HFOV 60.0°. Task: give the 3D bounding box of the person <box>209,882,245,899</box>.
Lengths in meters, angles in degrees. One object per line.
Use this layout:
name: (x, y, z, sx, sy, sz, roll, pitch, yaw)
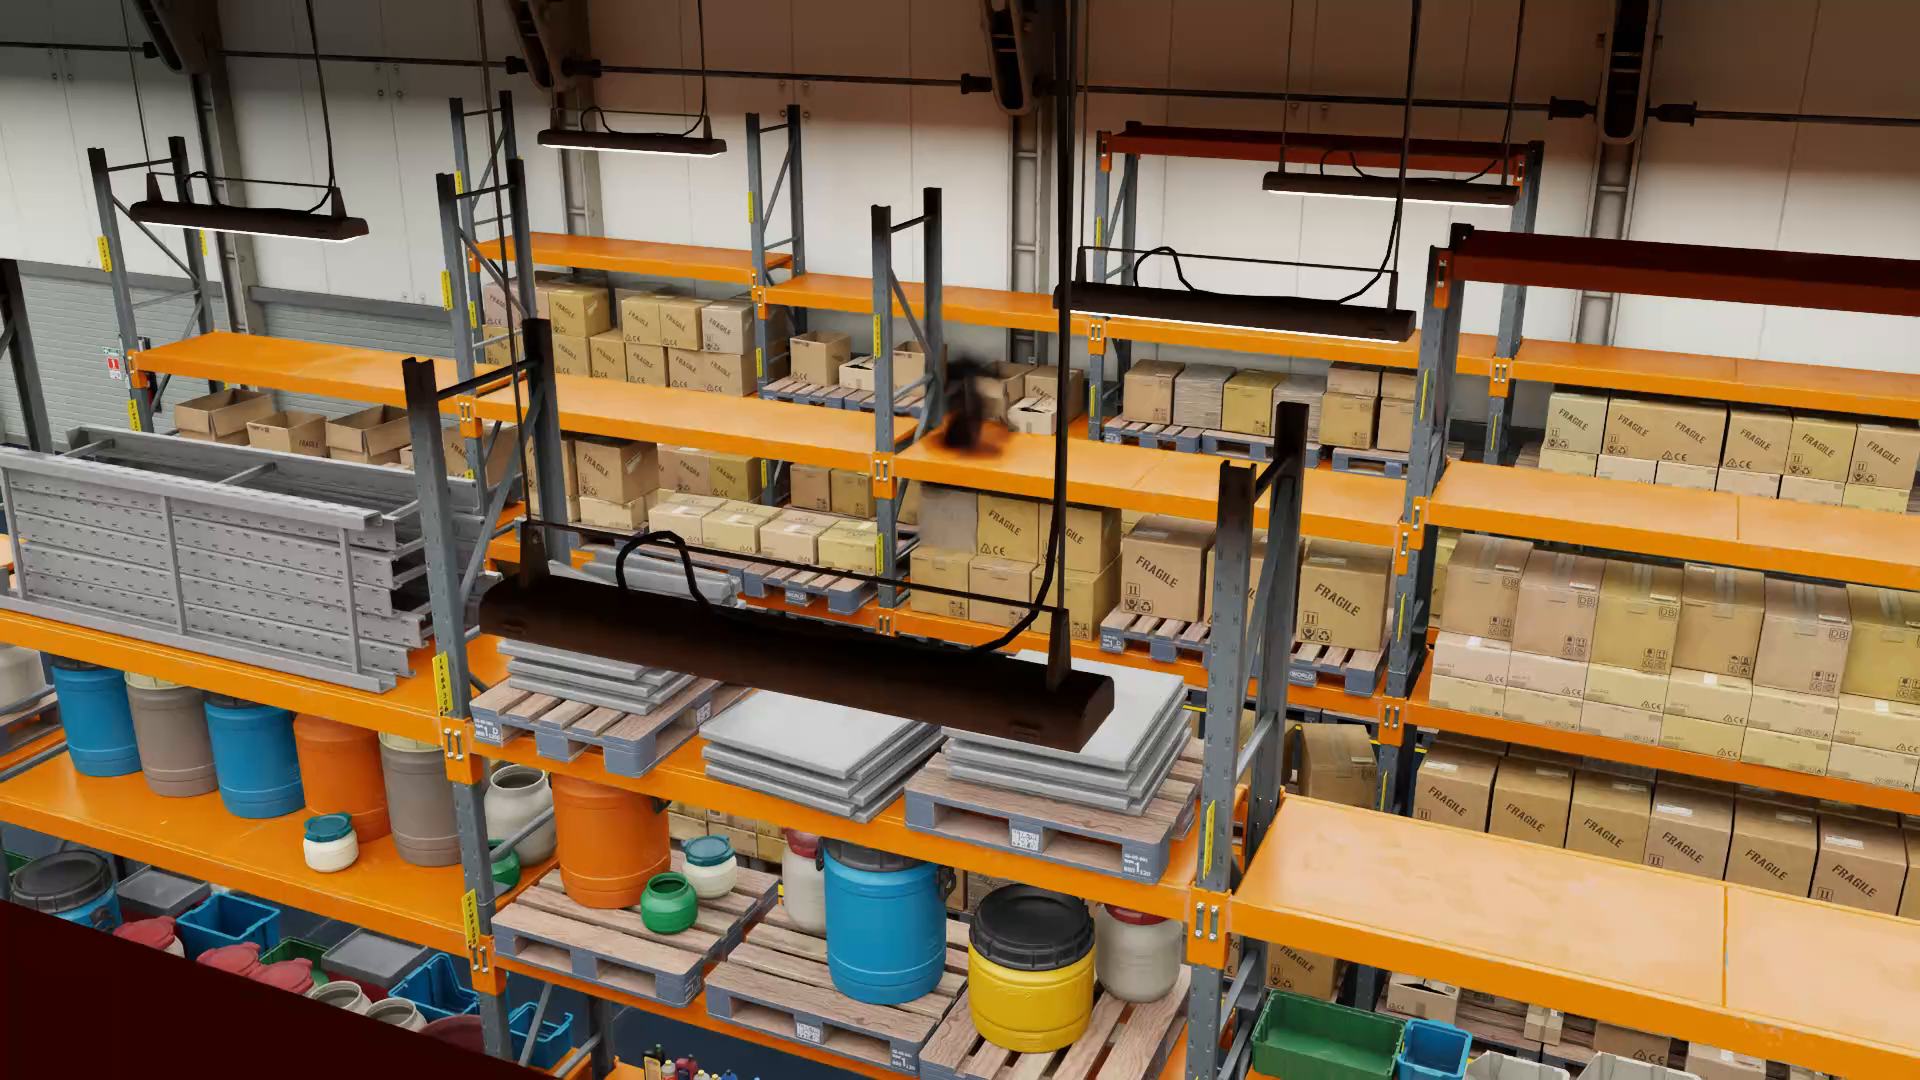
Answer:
person: (-5.869, 2.672, 13.092, 0.592, 1.732, 0.645, 9, 22, 22)
